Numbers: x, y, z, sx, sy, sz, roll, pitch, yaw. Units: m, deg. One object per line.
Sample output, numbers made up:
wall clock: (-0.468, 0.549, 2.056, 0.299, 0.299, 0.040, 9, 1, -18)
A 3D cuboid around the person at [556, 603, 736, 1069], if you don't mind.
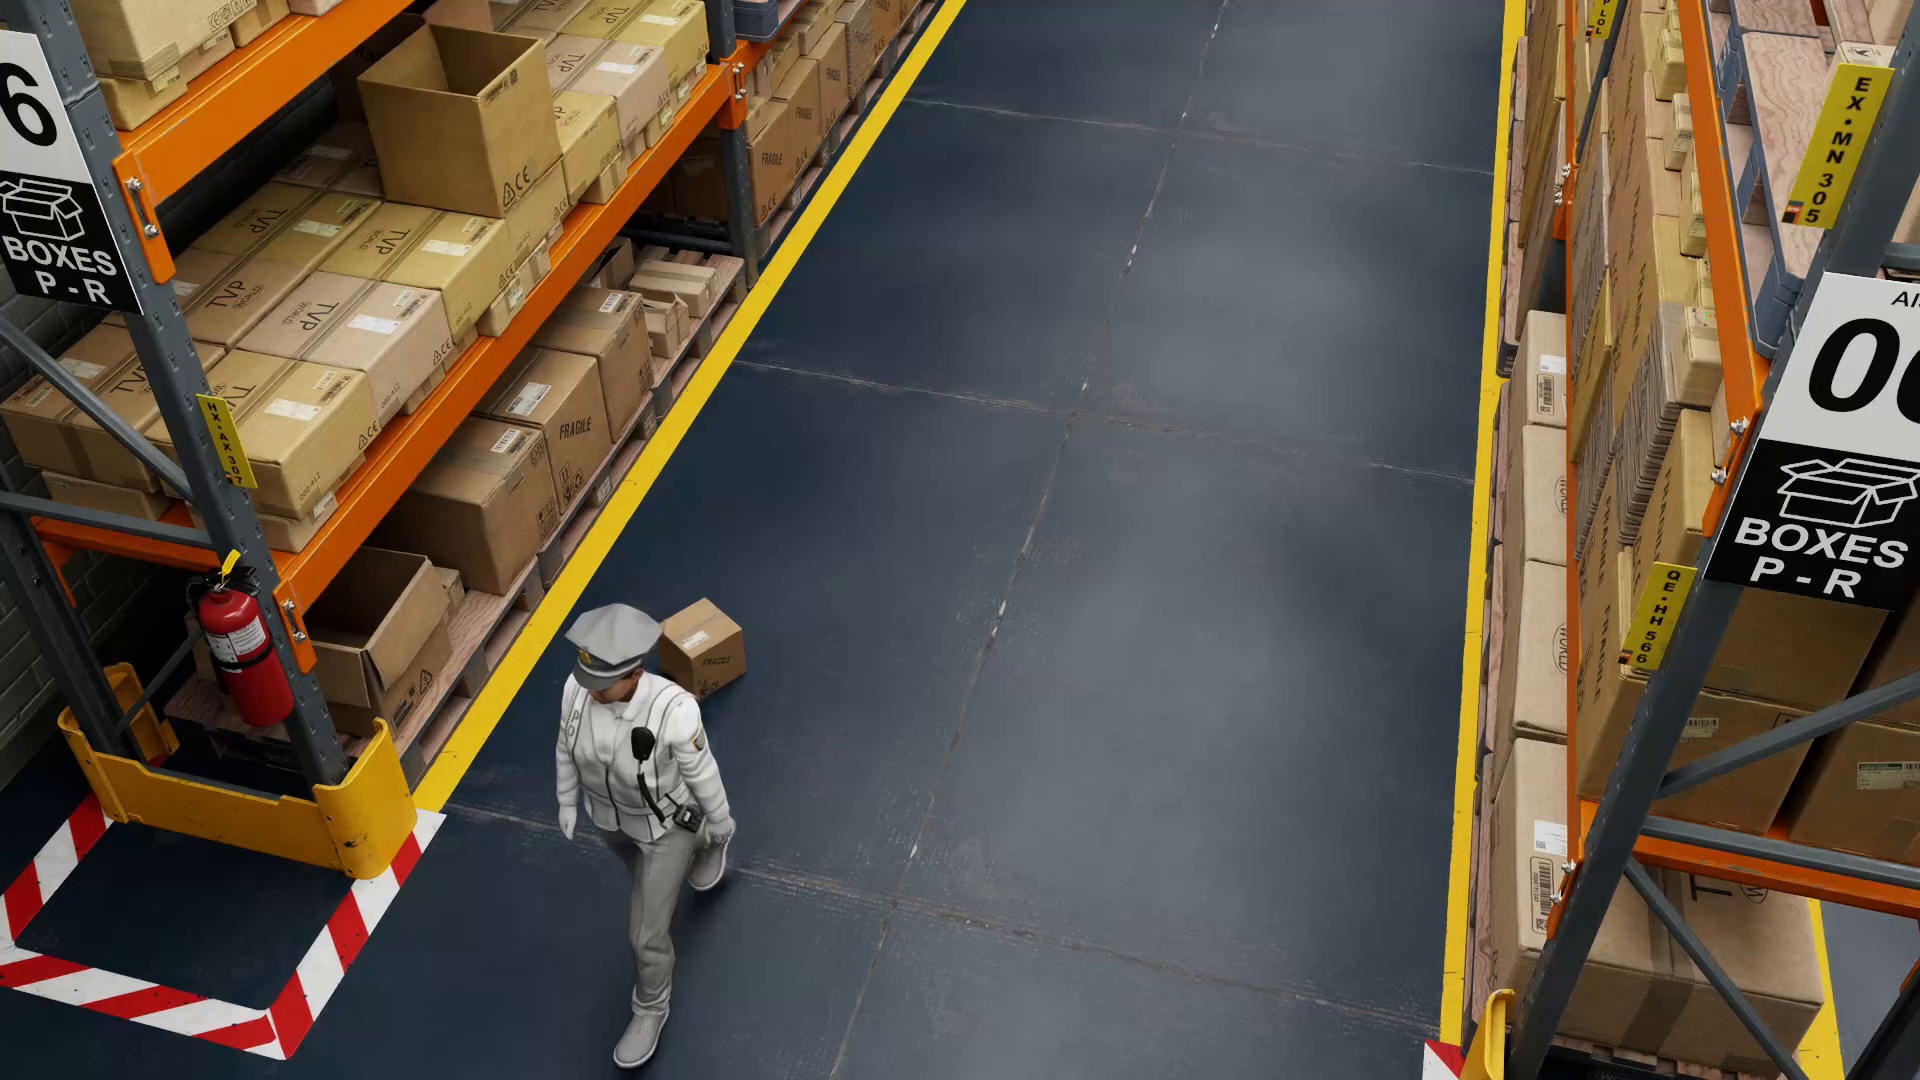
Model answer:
person: (-0.986, 0.816, 5.217, 0.527, 1.621, 0.944, 17, 44, 18)
